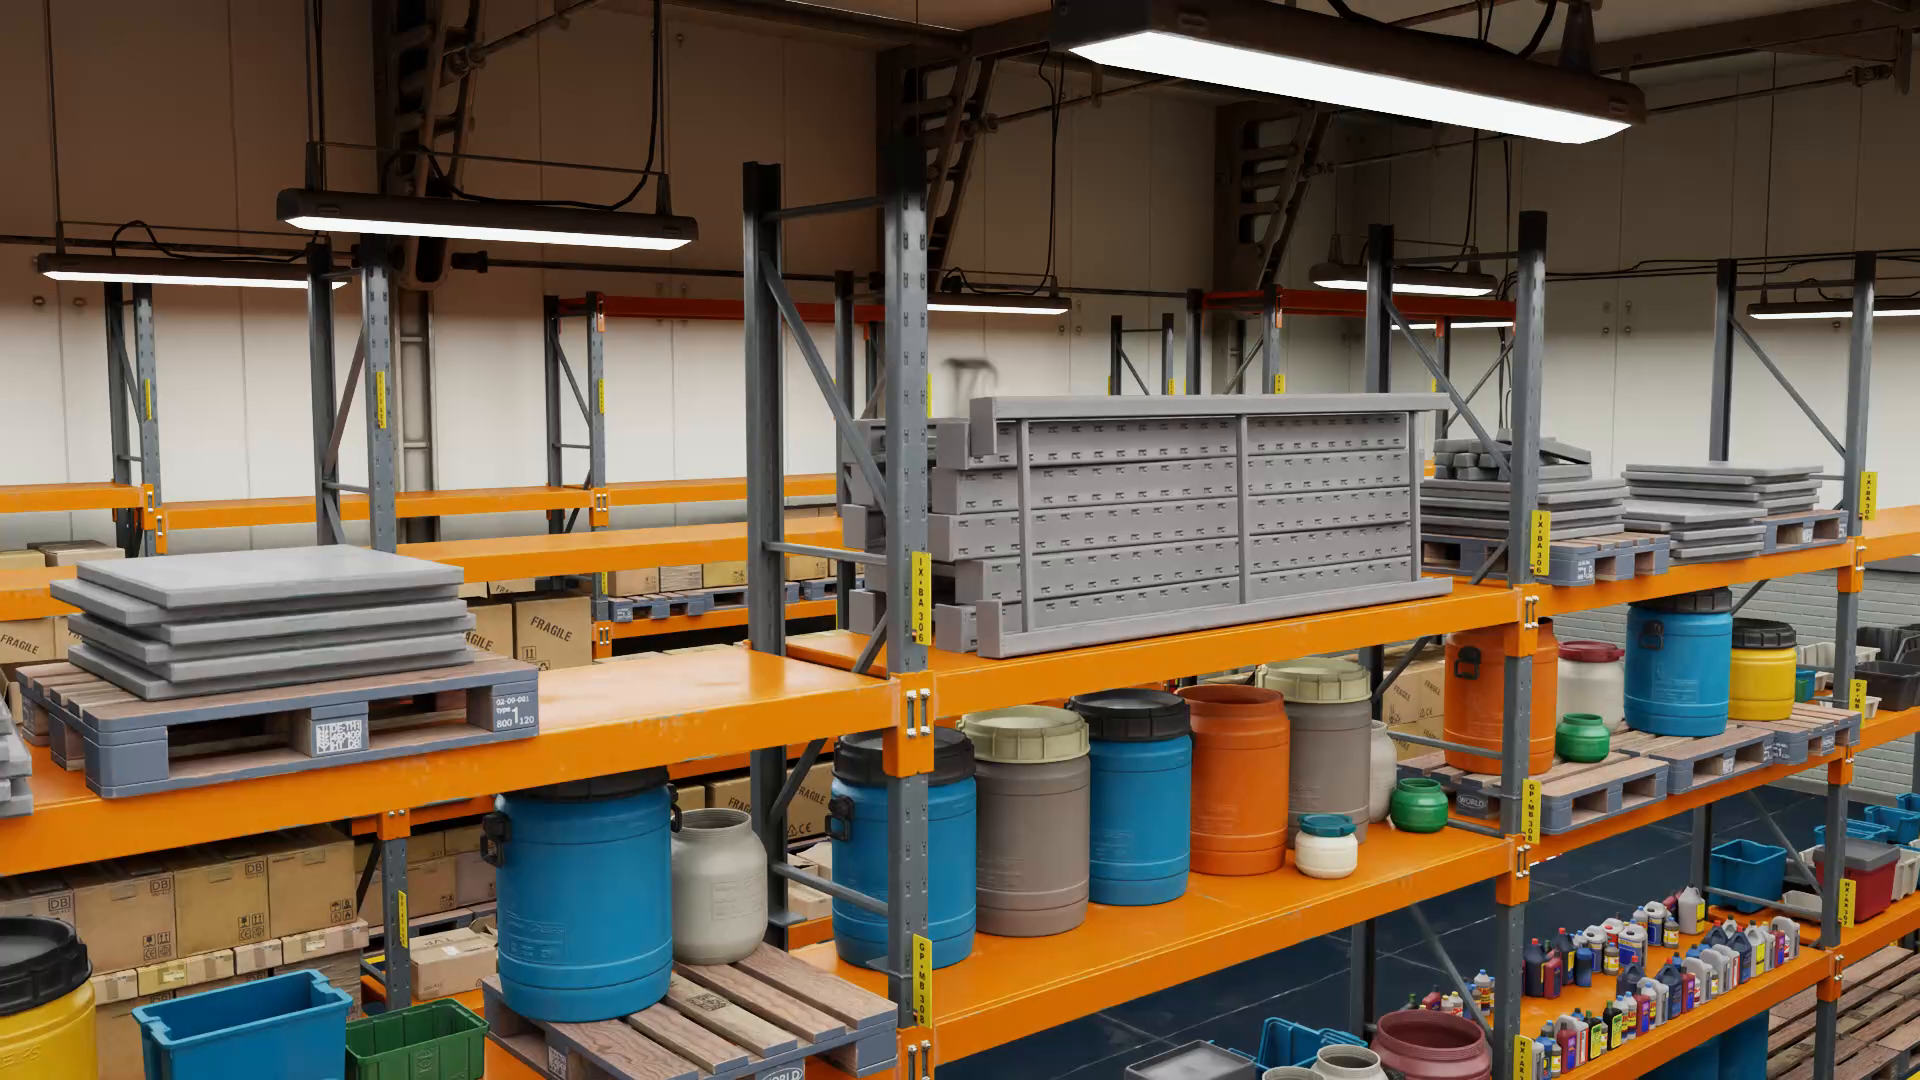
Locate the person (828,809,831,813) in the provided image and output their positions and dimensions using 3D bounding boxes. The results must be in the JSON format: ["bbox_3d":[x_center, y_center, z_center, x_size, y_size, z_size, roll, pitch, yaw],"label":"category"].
[{"bbox_3d":[-0.979,2.961,15.208,0.591,1.498,0.815,3,6,31],"label":"person"}]
